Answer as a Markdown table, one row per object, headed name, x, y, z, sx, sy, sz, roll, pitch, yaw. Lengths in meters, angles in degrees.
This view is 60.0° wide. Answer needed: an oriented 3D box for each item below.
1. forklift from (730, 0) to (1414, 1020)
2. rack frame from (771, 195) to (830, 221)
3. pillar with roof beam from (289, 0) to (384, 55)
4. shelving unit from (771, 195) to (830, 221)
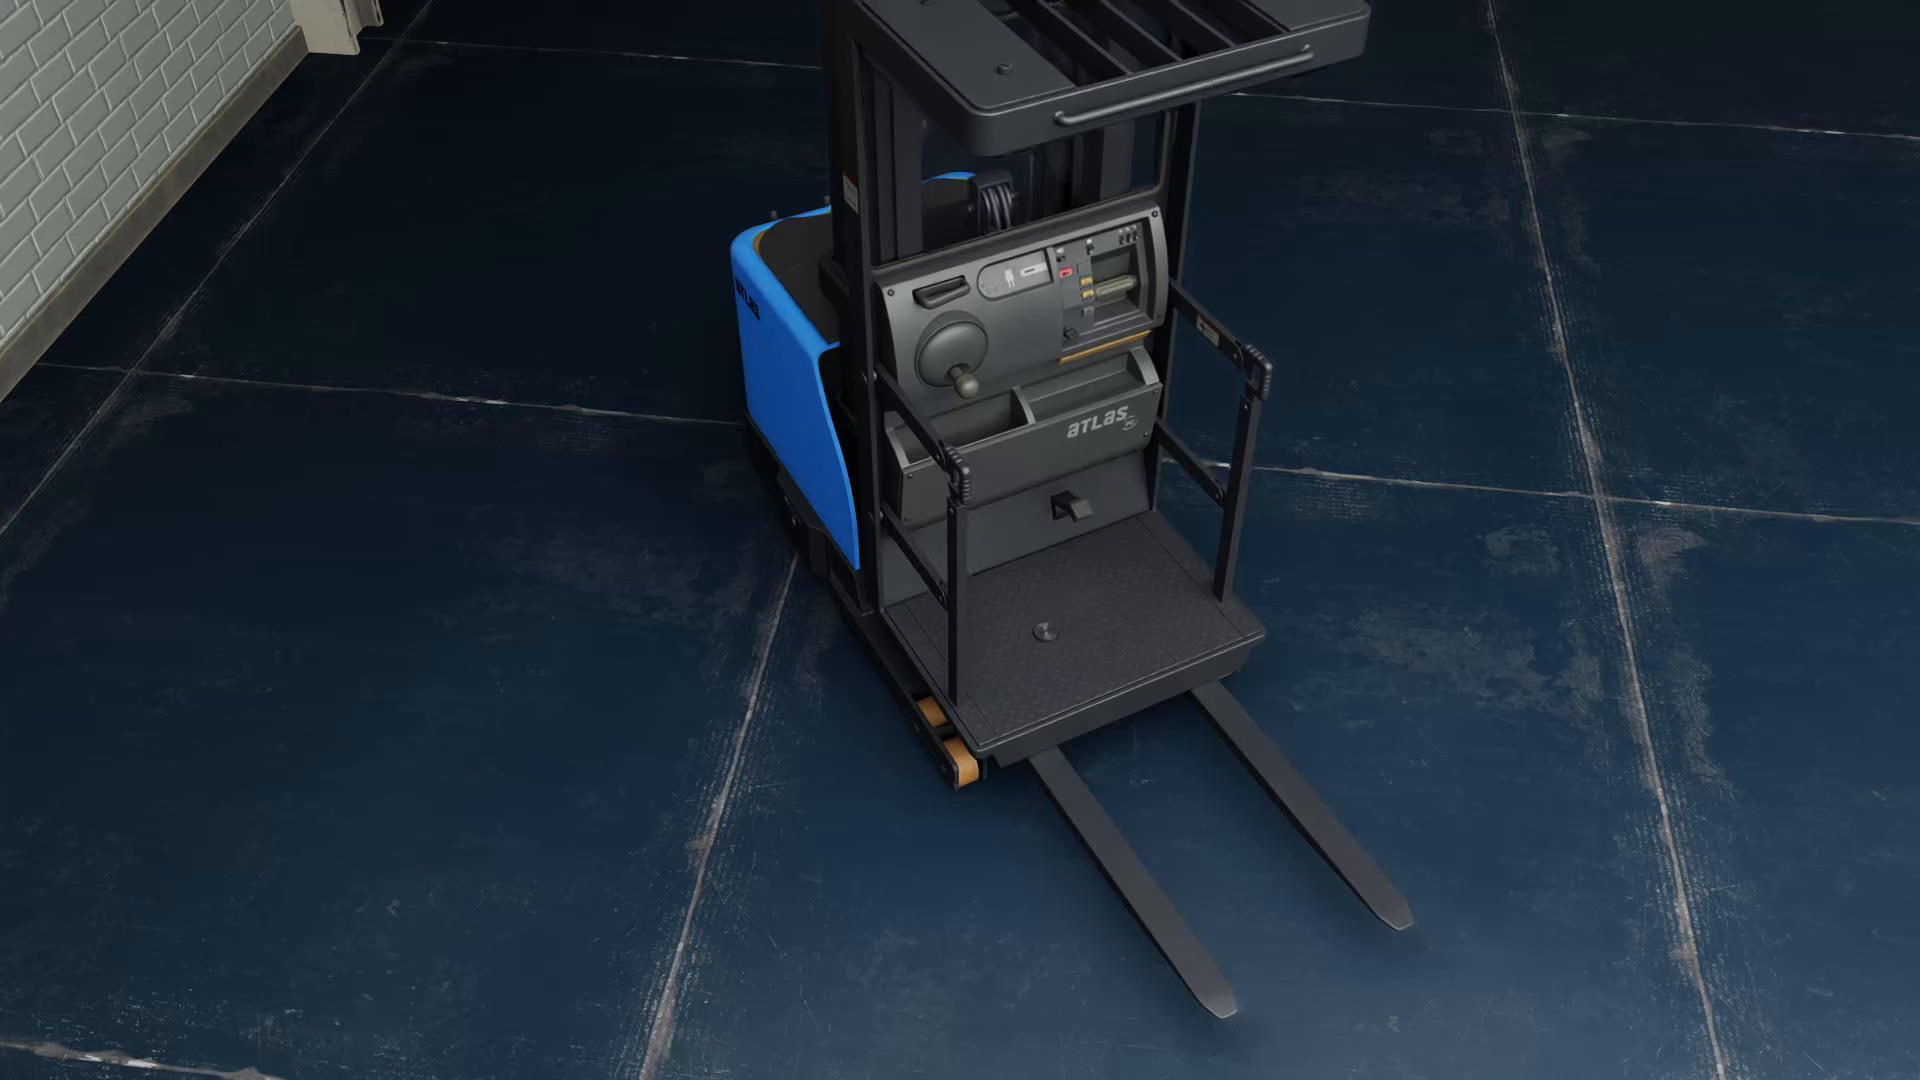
| name | x | y | z | sx | sy | sz | roll | pitch | yaw |
| --- | --- | --- | --- | --- | --- | --- | --- | --- | --- |
| forklift | 0.306 | -0.620 | 4.773 | 1.130 | 2.935 | 3.031 | -20 | 47 | -20 |
| rack frame | -0.589 | -0.925 | 6.574 | 0.240 | 0.900 | 0.006 | -21 | 43 | -21 |
| pillar with roof beam | 0.863 | -5.659 | 5.682 | 9.100 | 9.000 | 0.400 | 5 | 44 | 6 |
| shelving unit | -0.539 | -0.870 | 6.504 | 0.258 | 0.900 | 0.210 | -21 | 43 | -21 |
